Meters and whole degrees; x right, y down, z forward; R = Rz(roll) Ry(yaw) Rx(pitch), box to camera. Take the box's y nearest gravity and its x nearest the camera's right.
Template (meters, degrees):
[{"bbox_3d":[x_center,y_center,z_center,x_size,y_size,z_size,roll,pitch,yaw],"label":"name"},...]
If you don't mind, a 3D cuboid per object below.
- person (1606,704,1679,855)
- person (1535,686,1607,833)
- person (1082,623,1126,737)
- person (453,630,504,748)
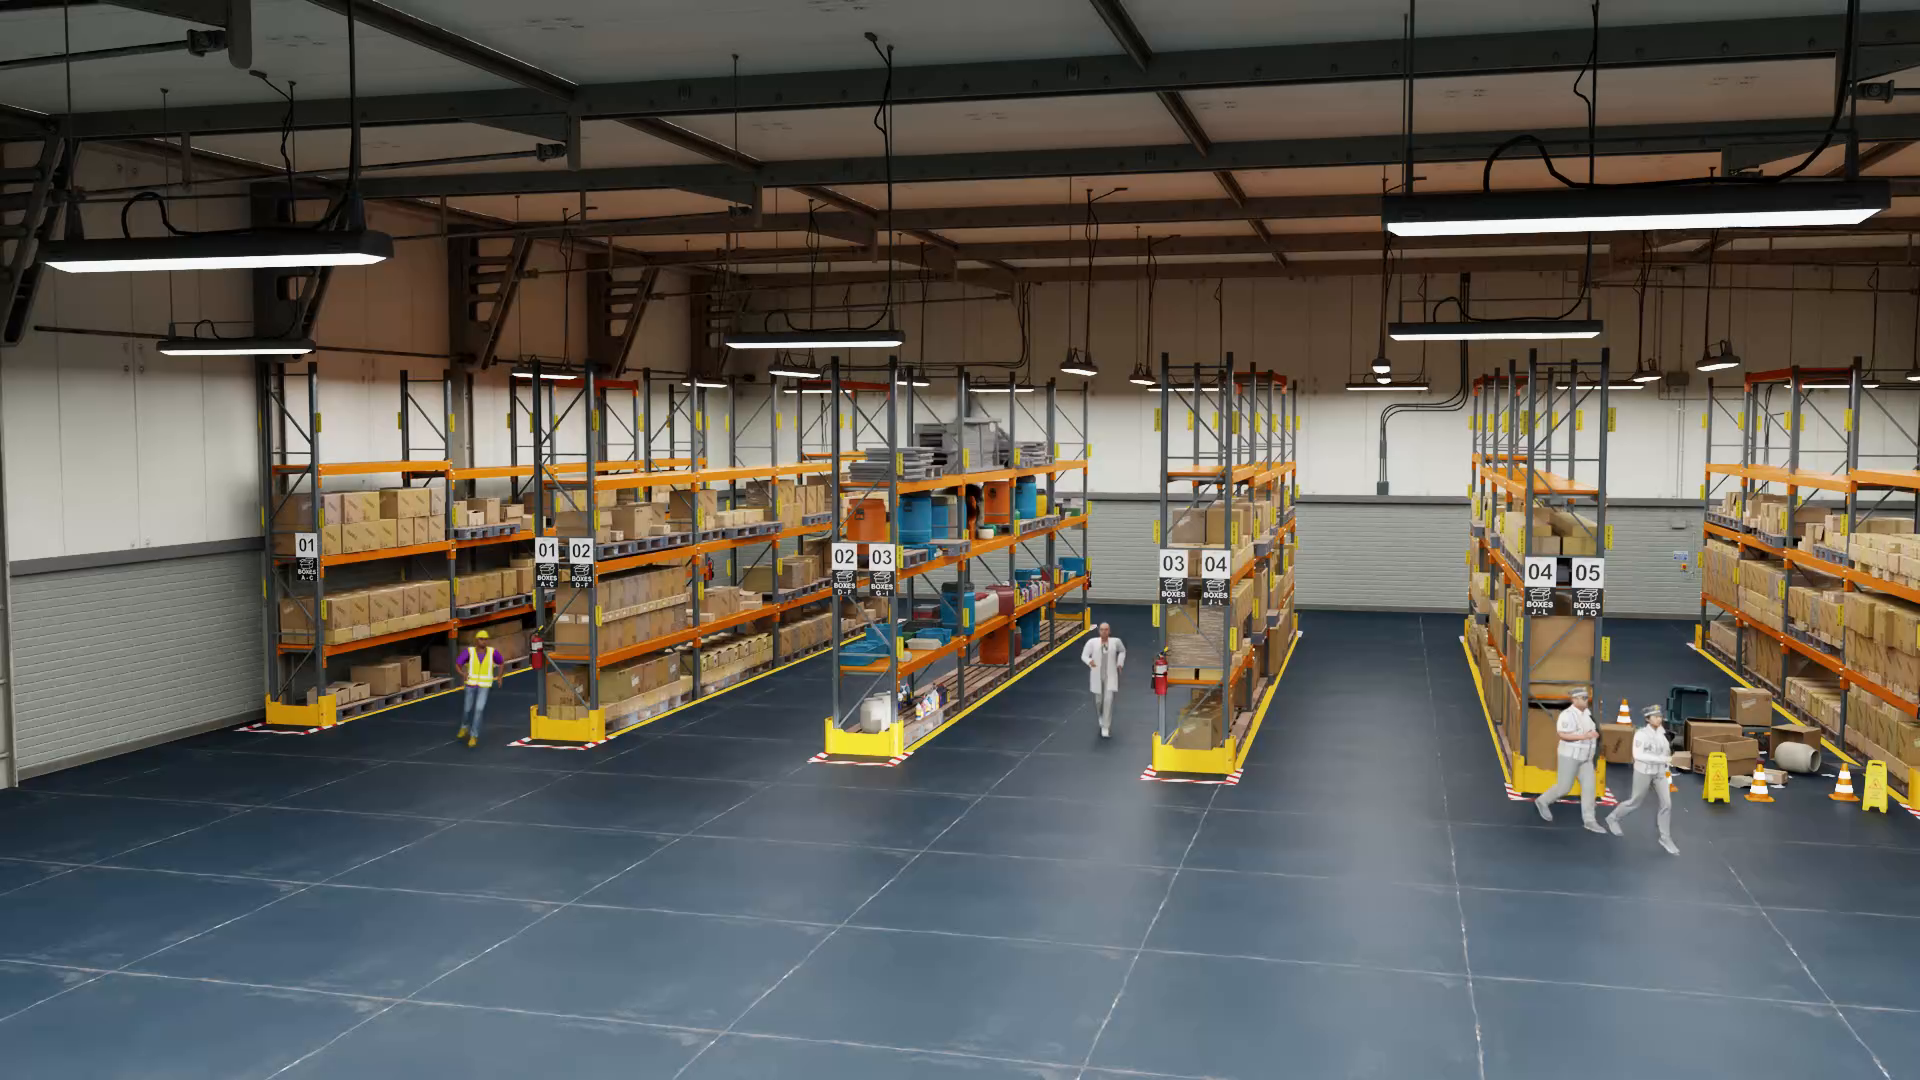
[{"bbox_3d":[8.118,2.773,19.655,0.620,1.727,0.926,-2,4,-22],"label":"person"},{"bbox_3d":[7.552,2.656,20.428,0.669,1.755,0.979,-2,5,-28],"label":"person"},{"bbox_3d":[2.309,2.212,26.778,0.704,1.772,1.070,1,4,8],"label":"person"},{"bbox_3d":[-7.522,2.294,25.992,0.758,1.766,0.915,-1,4,-14],"label":"person"}]
